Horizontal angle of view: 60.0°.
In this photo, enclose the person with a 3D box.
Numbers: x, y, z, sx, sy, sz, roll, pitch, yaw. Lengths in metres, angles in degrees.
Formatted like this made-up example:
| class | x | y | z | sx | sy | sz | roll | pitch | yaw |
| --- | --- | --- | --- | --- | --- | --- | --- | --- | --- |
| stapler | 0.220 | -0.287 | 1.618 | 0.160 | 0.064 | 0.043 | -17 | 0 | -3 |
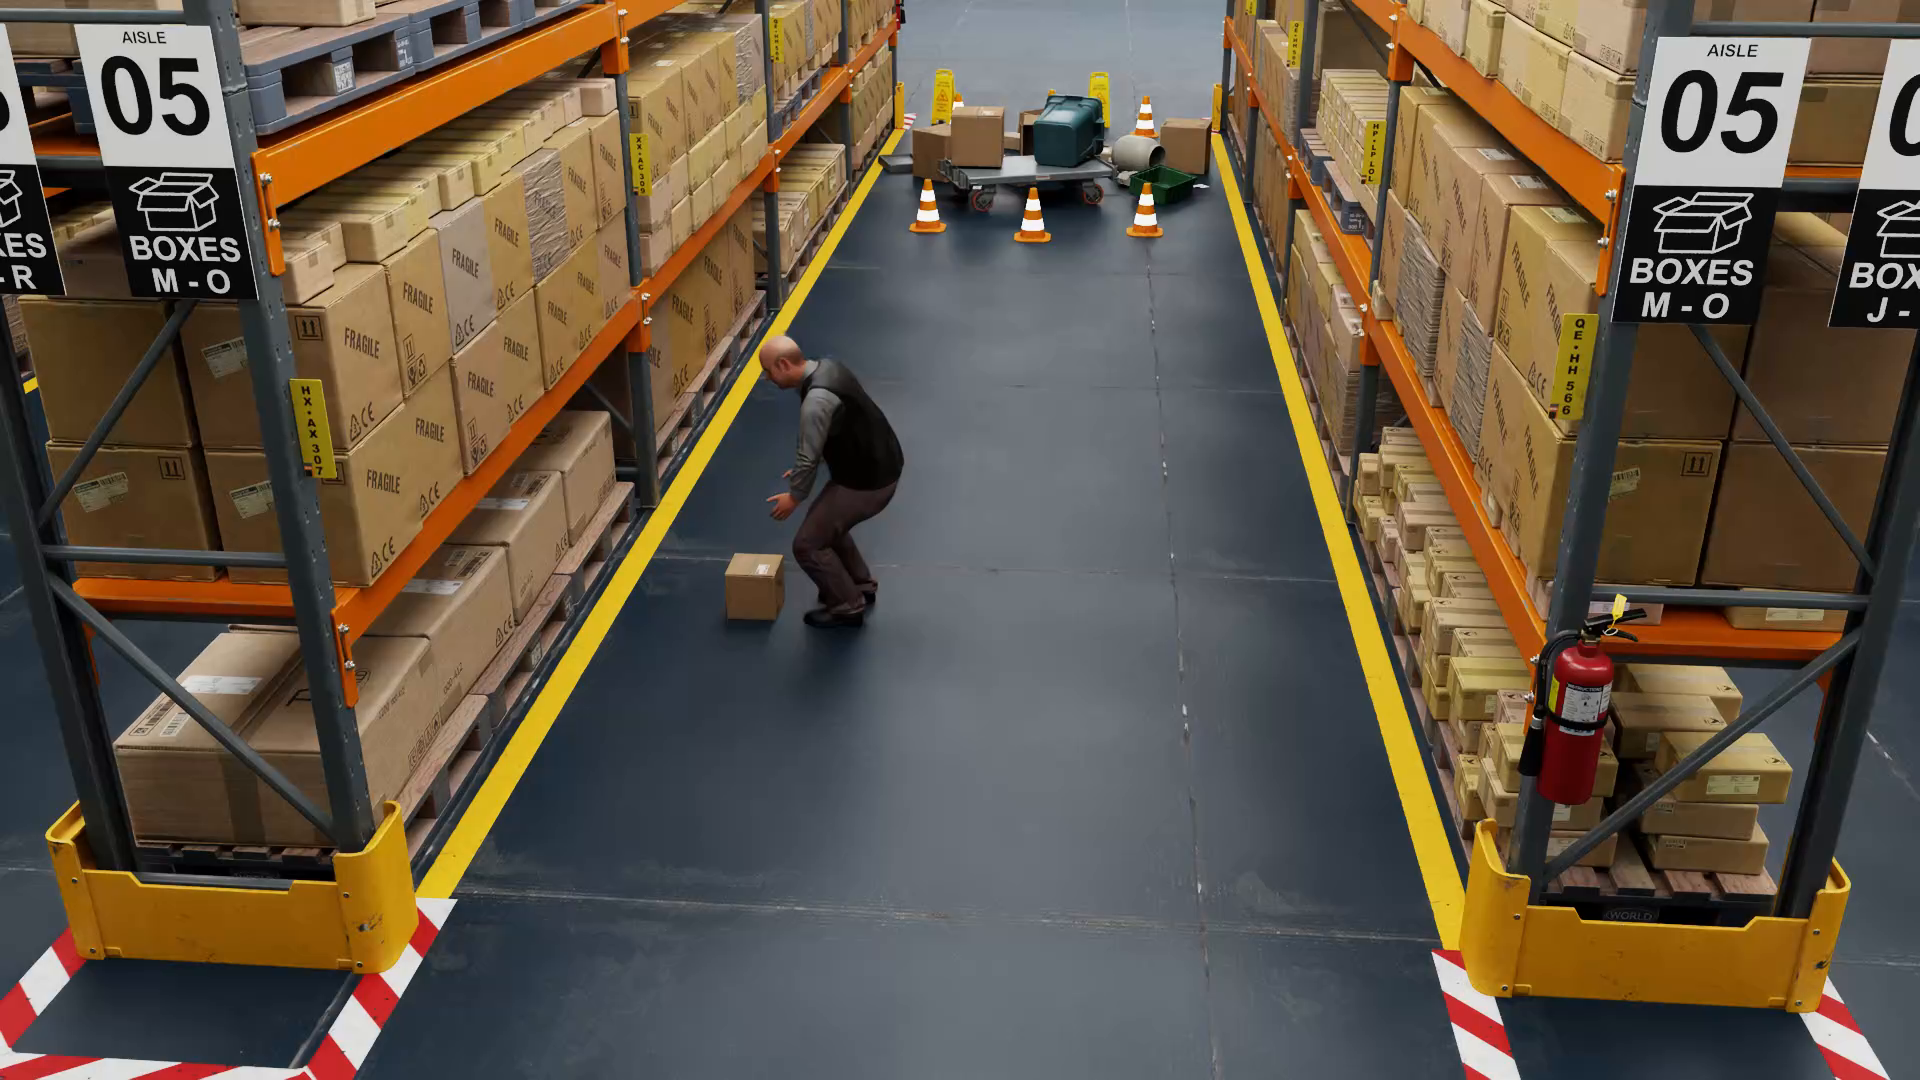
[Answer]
| class | x | y | z | sx | sy | sz | roll | pitch | yaw |
| --- | --- | --- | --- | --- | --- | --- | --- | --- | --- |
| person | -0.613 | -0.285 | 8.095 | 0.669 | 1.455 | 0.590 | 2 | 24 | 4 |
